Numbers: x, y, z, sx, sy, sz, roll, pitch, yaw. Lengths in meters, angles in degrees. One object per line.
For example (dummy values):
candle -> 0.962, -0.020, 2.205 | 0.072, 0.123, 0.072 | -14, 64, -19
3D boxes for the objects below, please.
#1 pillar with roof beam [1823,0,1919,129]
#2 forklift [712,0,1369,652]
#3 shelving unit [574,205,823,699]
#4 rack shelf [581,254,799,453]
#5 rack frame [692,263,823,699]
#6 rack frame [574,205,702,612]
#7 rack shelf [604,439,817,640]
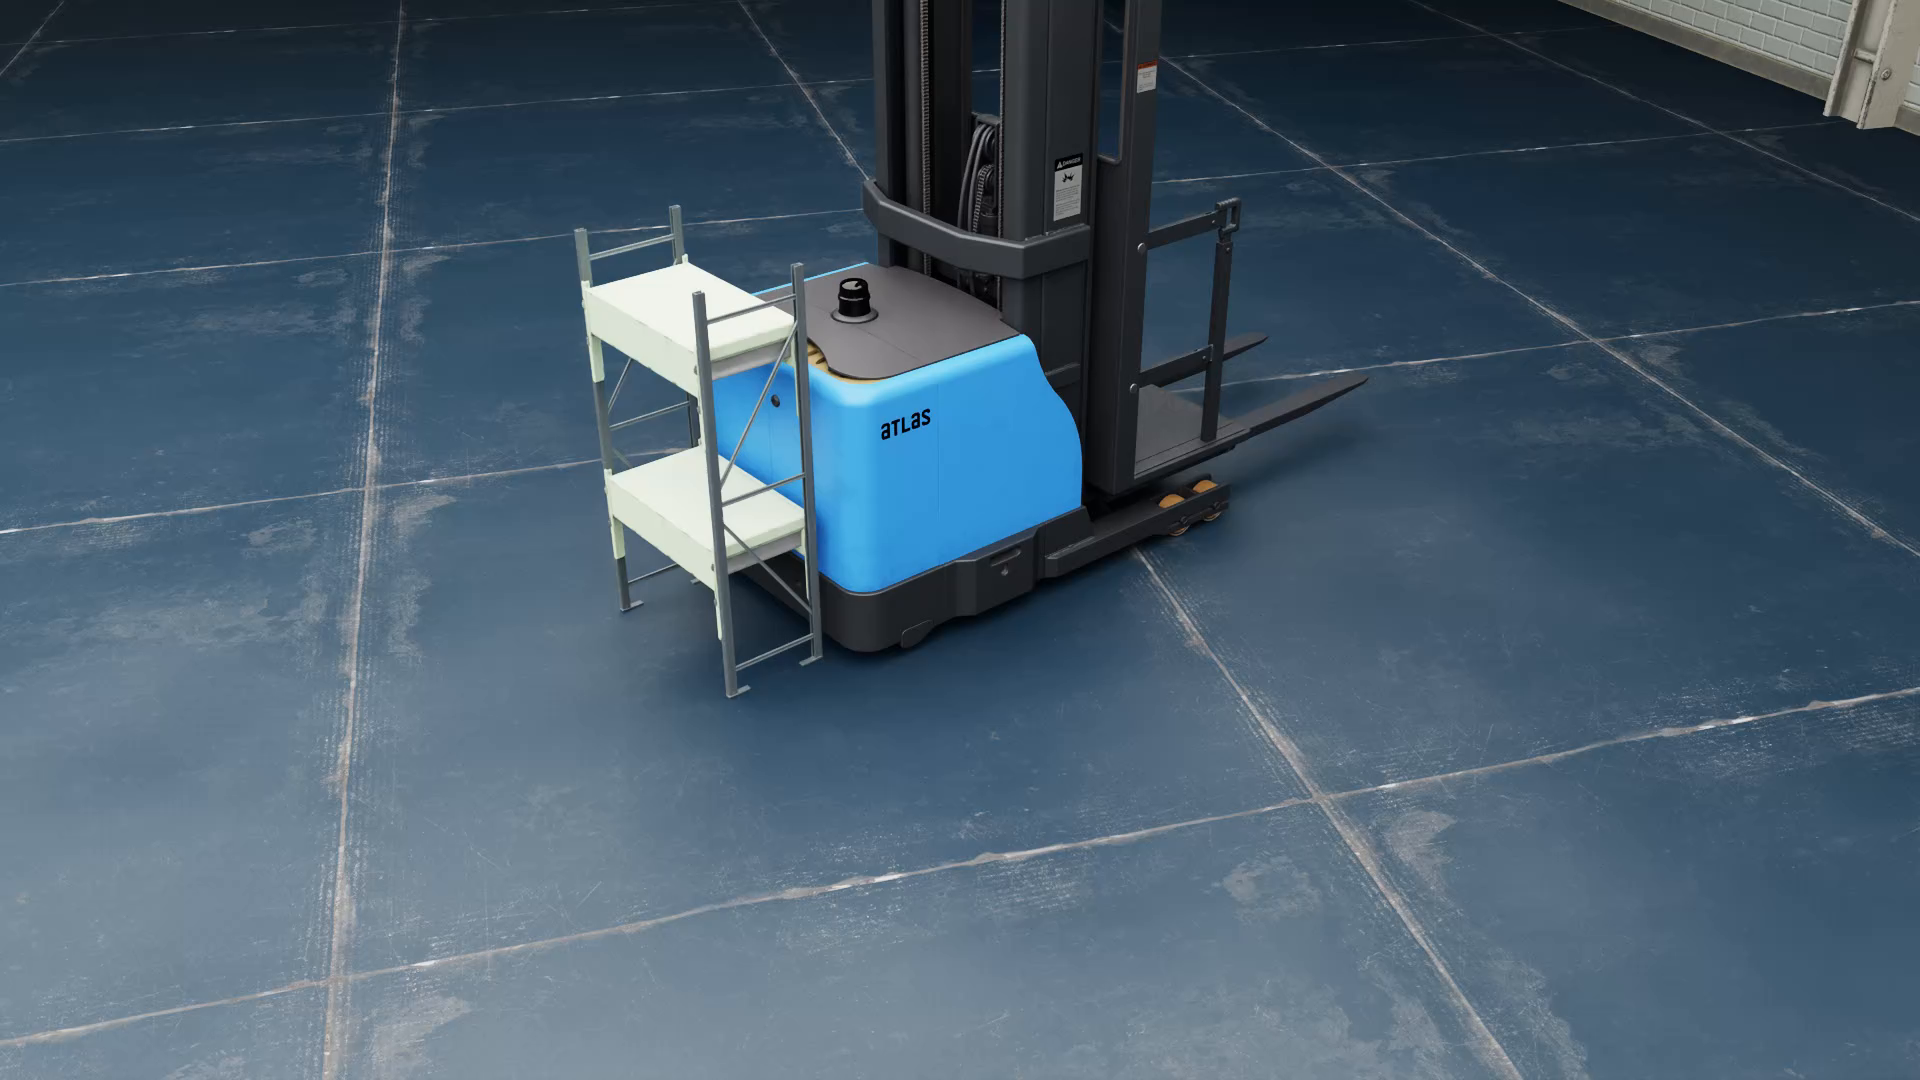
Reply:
pillar with roof beam -> 2.328, -6.347, 8.732 | 9.100, 9.000, 0.400 | -8, 31, -13
forklift -> 0.487, -1.469, 6.362 | 3.031, 2.935, 1.130 | -22, 37, -33
shelving unit -> -0.891, -0.304, 5.777 | 0.431, 1.500, 0.755 | -23, 37, -34
rack shelf -> -0.891, -0.641, 5.582 | 0.431, 0.370, 0.720 | -23, 37, -34
rack frame -> -0.656, -0.163, 5.534 | 0.400, 1.500, 0.023 | -23, 37, -34
rack frame -> -1.126, -0.444, 6.020 | 0.400, 1.500, 0.023 | -23, 37, -34
rack shelf -> -0.891, -0.021, 5.941 | 0.431, 0.370, 0.720 | -23, 37, -34
